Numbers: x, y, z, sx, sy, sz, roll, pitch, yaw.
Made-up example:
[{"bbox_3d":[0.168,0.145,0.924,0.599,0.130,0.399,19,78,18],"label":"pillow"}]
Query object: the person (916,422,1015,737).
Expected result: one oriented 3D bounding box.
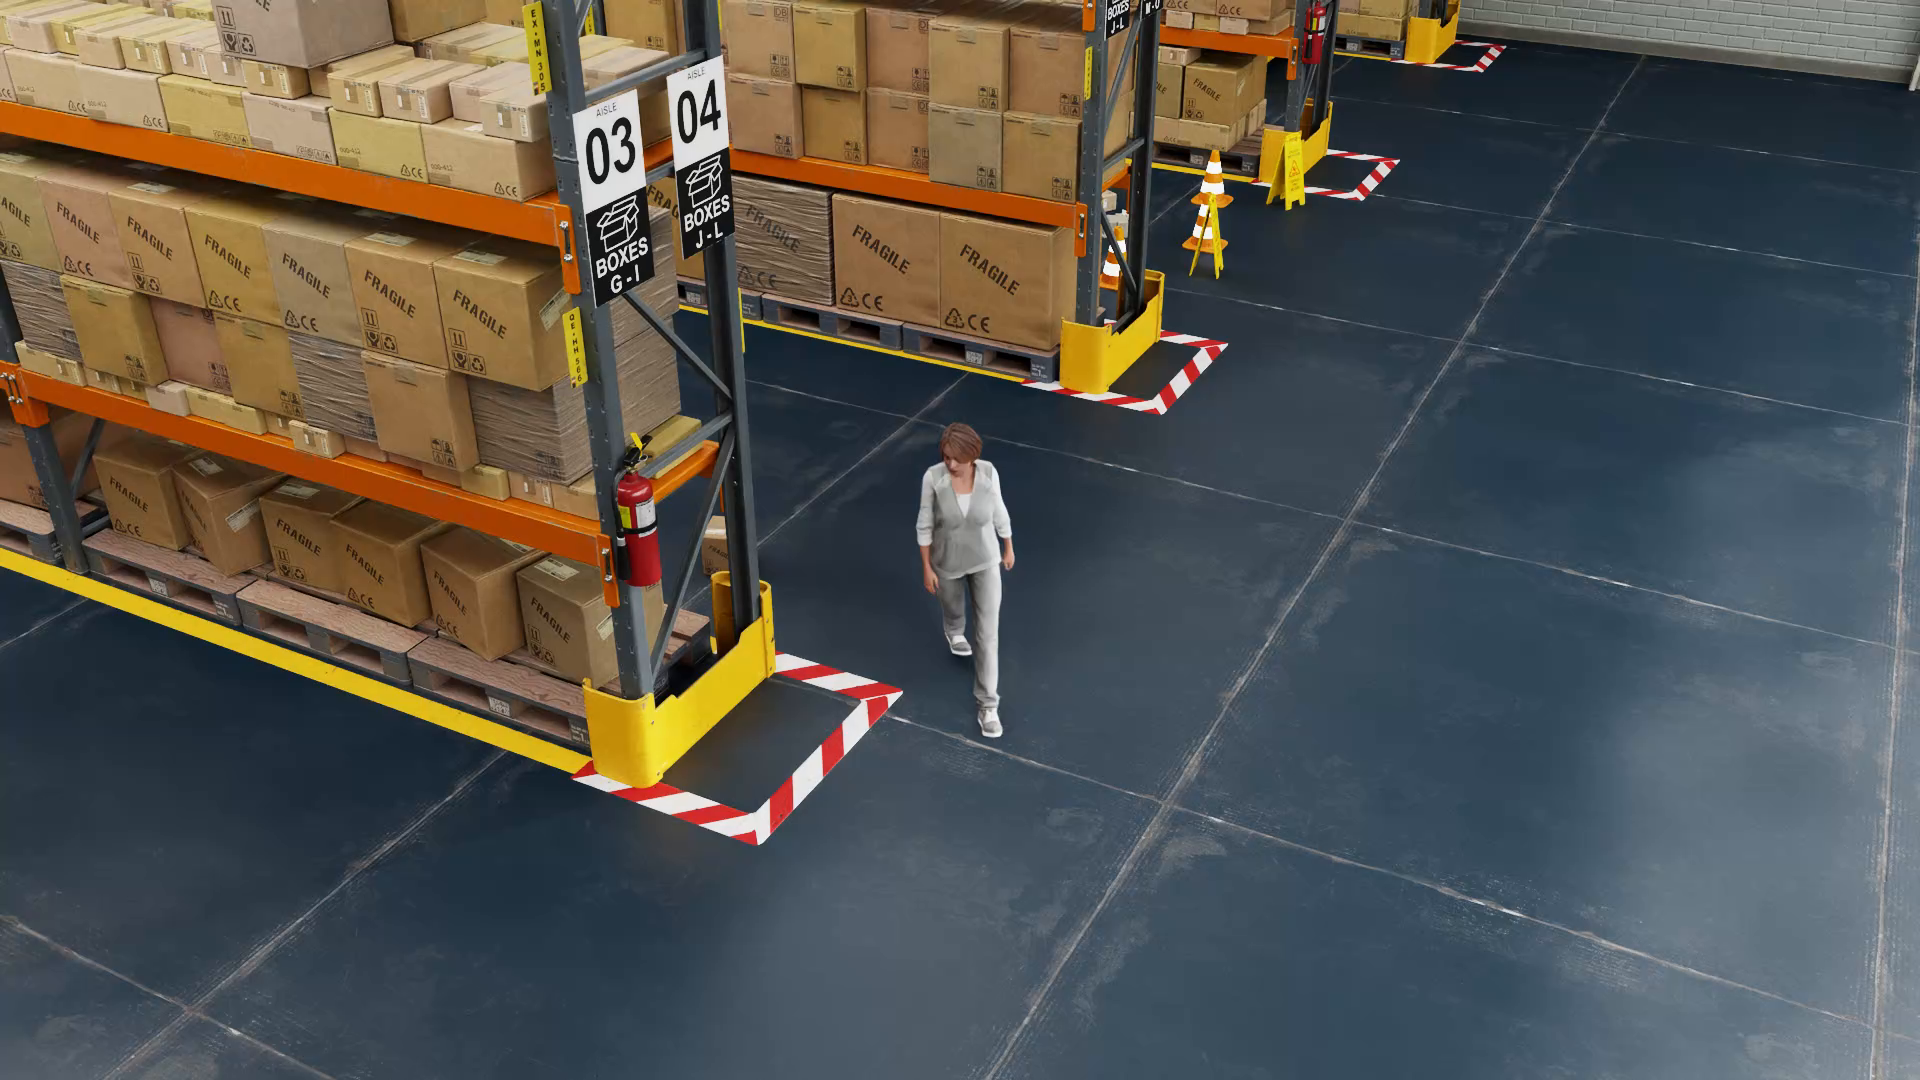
[{"bbox_3d":[0.033,0.110,8.113,0.491,1.527,0.980,-1,30,-1],"label":"person"}]
